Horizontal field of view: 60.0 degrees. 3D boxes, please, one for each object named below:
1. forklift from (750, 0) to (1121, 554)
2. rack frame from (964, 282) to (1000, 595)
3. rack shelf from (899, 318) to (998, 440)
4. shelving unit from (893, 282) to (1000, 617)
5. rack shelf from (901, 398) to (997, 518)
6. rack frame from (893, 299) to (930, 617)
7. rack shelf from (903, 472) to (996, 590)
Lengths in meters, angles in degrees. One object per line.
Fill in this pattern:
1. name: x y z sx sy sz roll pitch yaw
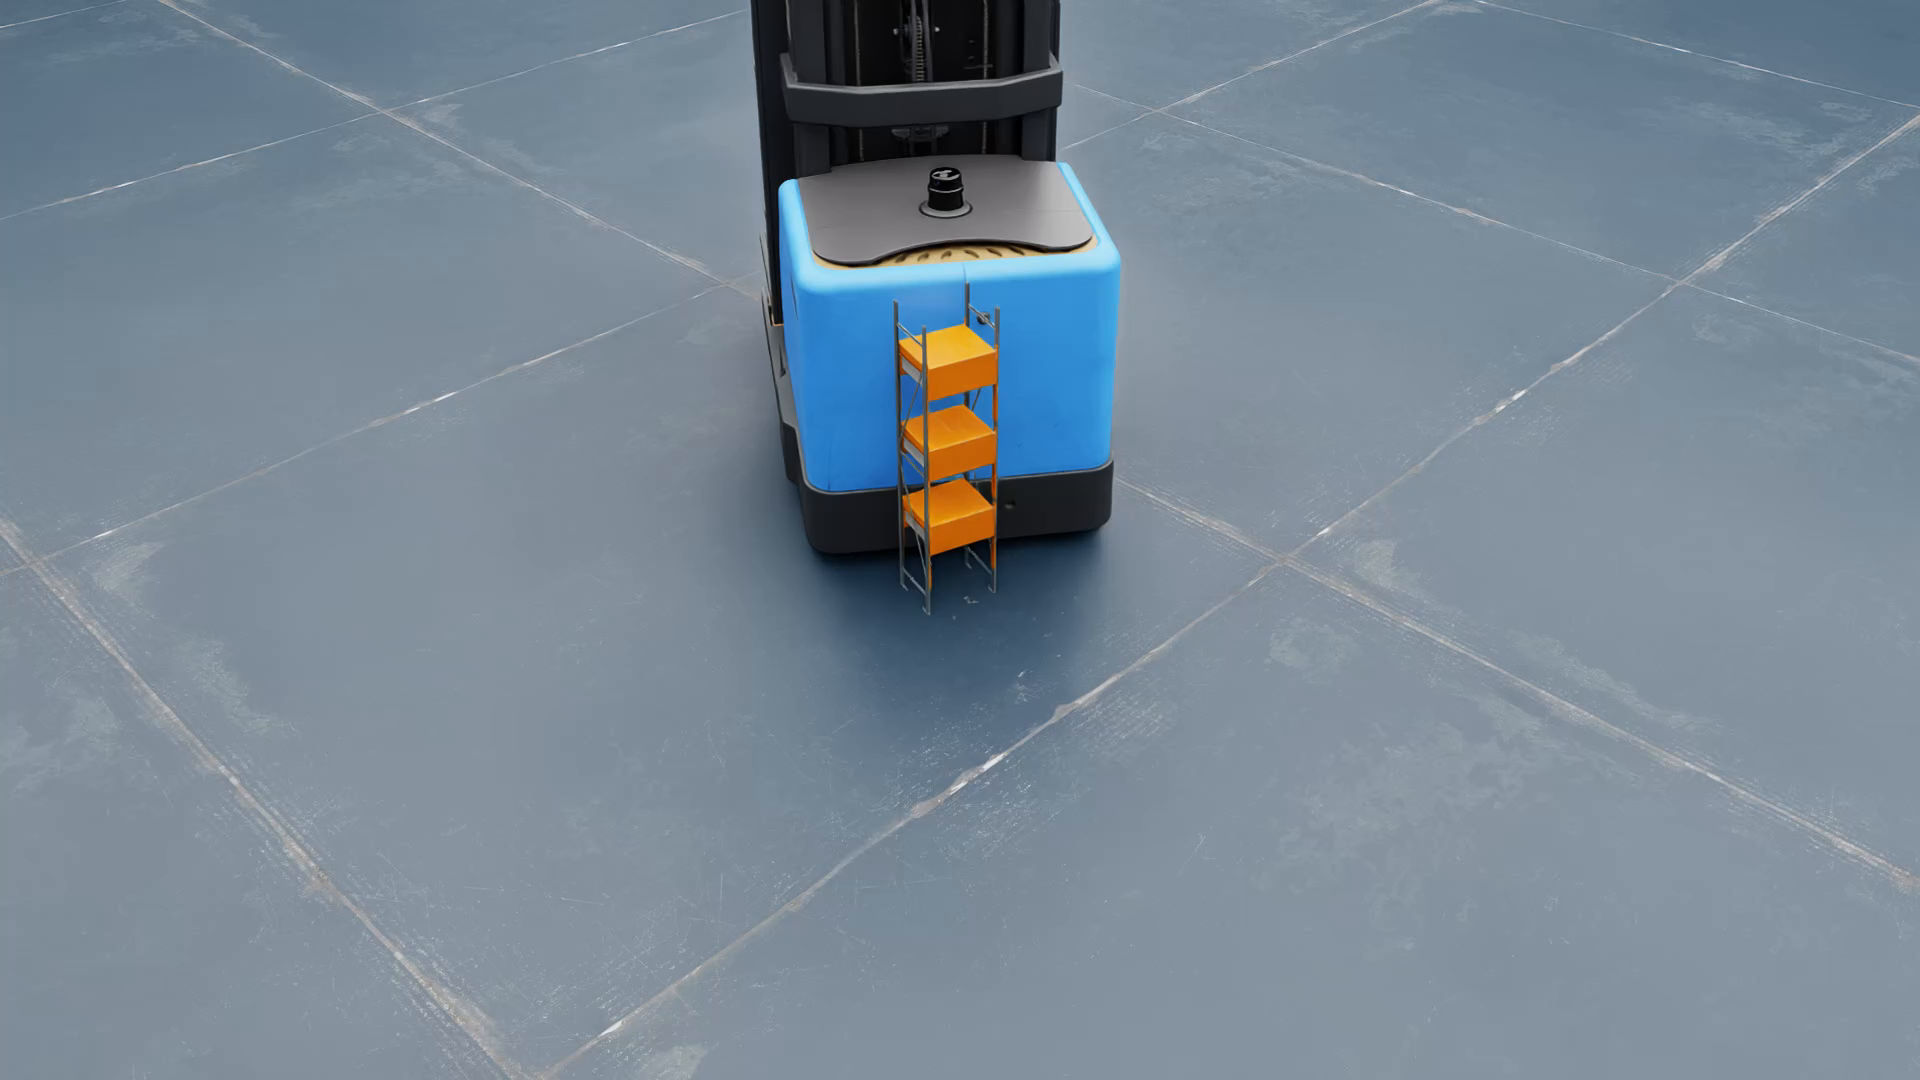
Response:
1. forklift: -0.229 -1.991 6.042 1.130 2.935 3.031 -5 35 -8
2. rack frame: 0.066 -0.301 5.264 0.008 1.050 0.200 -17 39 -23
3. rack shelf: -0.040 -0.491 5.059 0.240 0.259 0.215 -17 39 -23
4. shelving unit: -0.040 -0.267 5.215 0.252 1.050 0.215 -17 39 -23
5. rack shelf: -0.040 -0.259 5.221 0.240 0.259 0.215 -17 39 -23
6. rack frame: -0.147 -0.234 5.167 0.008 1.050 0.200 -17 39 -23
7. rack shelf: -0.040 -0.031 5.380 0.240 0.259 0.215 -17 39 -23
